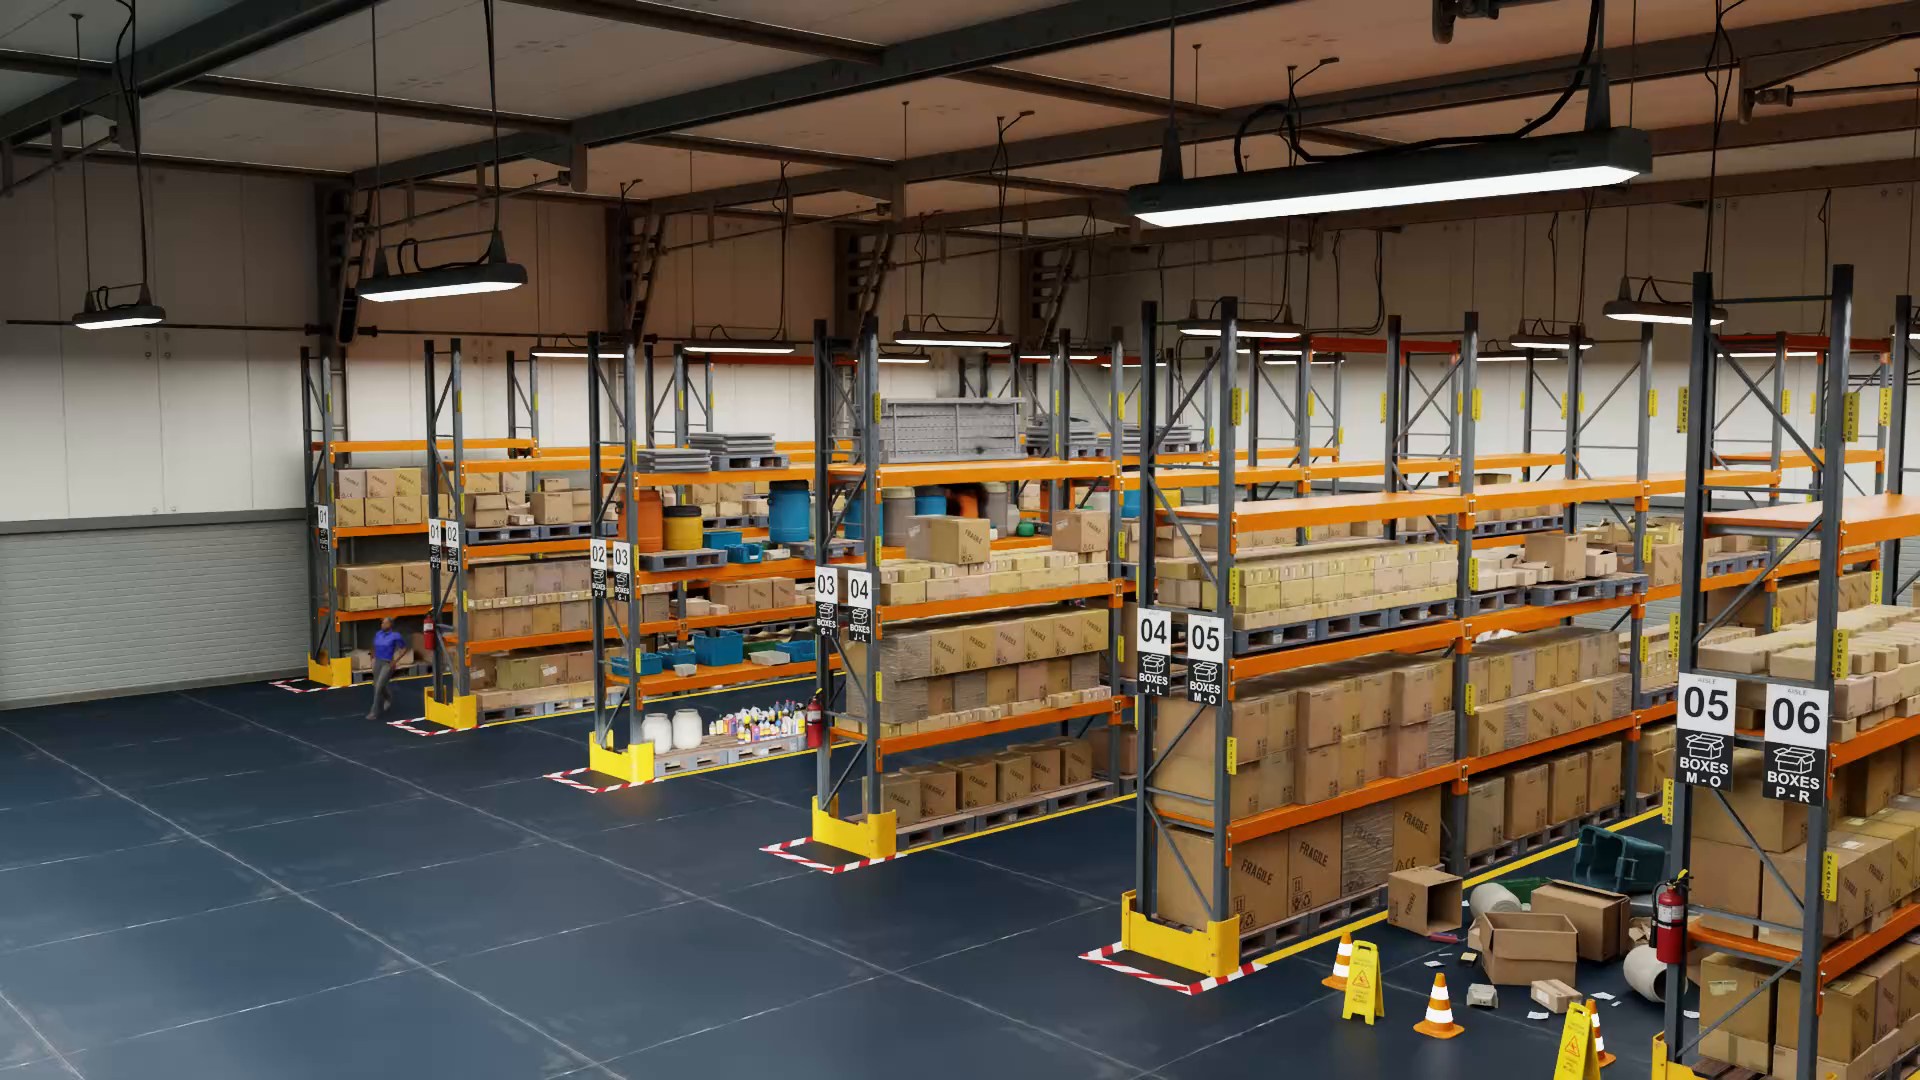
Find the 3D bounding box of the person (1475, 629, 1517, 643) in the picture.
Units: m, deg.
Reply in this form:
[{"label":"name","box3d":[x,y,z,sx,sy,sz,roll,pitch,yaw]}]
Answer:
[{"label":"person","box3d":[8.208,2.038,25.507,0.893,1.832,0.690,-5,7,-44]}]

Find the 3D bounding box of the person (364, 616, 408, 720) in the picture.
[{"label":"person","box3d":[-9.141,2.068,26.607,0.607,1.541,0.766,1,5,15]}]
